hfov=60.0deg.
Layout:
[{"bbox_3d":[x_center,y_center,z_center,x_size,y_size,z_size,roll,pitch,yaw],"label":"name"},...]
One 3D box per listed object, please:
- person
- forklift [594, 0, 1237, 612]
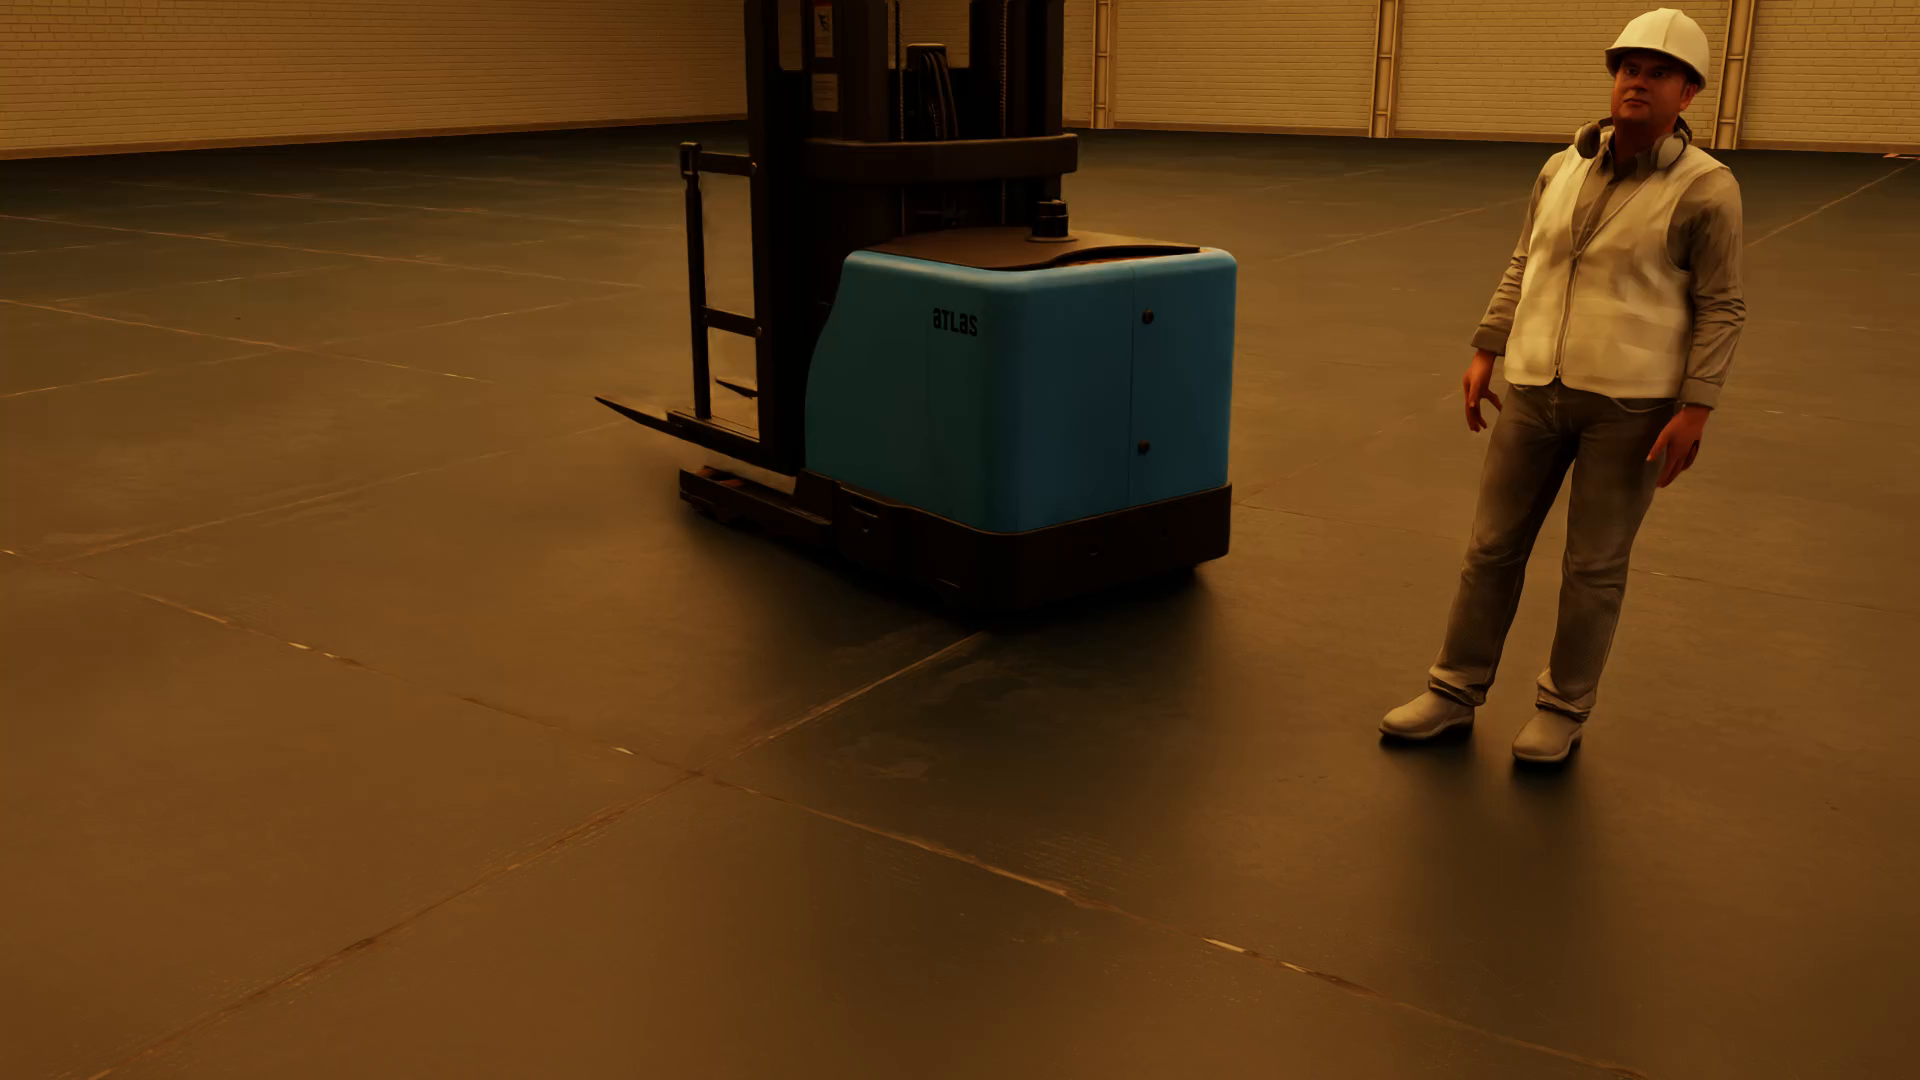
[{"bbox_3d":[1.460,-0.337,3.952,0.570,1.773,0.630,-14,21,-39],"label":"person"},{"bbox_3d":[-0.407,-1.543,5.992,1.130,2.935,3.031,-13,21,-36],"label":"forklift"}]
